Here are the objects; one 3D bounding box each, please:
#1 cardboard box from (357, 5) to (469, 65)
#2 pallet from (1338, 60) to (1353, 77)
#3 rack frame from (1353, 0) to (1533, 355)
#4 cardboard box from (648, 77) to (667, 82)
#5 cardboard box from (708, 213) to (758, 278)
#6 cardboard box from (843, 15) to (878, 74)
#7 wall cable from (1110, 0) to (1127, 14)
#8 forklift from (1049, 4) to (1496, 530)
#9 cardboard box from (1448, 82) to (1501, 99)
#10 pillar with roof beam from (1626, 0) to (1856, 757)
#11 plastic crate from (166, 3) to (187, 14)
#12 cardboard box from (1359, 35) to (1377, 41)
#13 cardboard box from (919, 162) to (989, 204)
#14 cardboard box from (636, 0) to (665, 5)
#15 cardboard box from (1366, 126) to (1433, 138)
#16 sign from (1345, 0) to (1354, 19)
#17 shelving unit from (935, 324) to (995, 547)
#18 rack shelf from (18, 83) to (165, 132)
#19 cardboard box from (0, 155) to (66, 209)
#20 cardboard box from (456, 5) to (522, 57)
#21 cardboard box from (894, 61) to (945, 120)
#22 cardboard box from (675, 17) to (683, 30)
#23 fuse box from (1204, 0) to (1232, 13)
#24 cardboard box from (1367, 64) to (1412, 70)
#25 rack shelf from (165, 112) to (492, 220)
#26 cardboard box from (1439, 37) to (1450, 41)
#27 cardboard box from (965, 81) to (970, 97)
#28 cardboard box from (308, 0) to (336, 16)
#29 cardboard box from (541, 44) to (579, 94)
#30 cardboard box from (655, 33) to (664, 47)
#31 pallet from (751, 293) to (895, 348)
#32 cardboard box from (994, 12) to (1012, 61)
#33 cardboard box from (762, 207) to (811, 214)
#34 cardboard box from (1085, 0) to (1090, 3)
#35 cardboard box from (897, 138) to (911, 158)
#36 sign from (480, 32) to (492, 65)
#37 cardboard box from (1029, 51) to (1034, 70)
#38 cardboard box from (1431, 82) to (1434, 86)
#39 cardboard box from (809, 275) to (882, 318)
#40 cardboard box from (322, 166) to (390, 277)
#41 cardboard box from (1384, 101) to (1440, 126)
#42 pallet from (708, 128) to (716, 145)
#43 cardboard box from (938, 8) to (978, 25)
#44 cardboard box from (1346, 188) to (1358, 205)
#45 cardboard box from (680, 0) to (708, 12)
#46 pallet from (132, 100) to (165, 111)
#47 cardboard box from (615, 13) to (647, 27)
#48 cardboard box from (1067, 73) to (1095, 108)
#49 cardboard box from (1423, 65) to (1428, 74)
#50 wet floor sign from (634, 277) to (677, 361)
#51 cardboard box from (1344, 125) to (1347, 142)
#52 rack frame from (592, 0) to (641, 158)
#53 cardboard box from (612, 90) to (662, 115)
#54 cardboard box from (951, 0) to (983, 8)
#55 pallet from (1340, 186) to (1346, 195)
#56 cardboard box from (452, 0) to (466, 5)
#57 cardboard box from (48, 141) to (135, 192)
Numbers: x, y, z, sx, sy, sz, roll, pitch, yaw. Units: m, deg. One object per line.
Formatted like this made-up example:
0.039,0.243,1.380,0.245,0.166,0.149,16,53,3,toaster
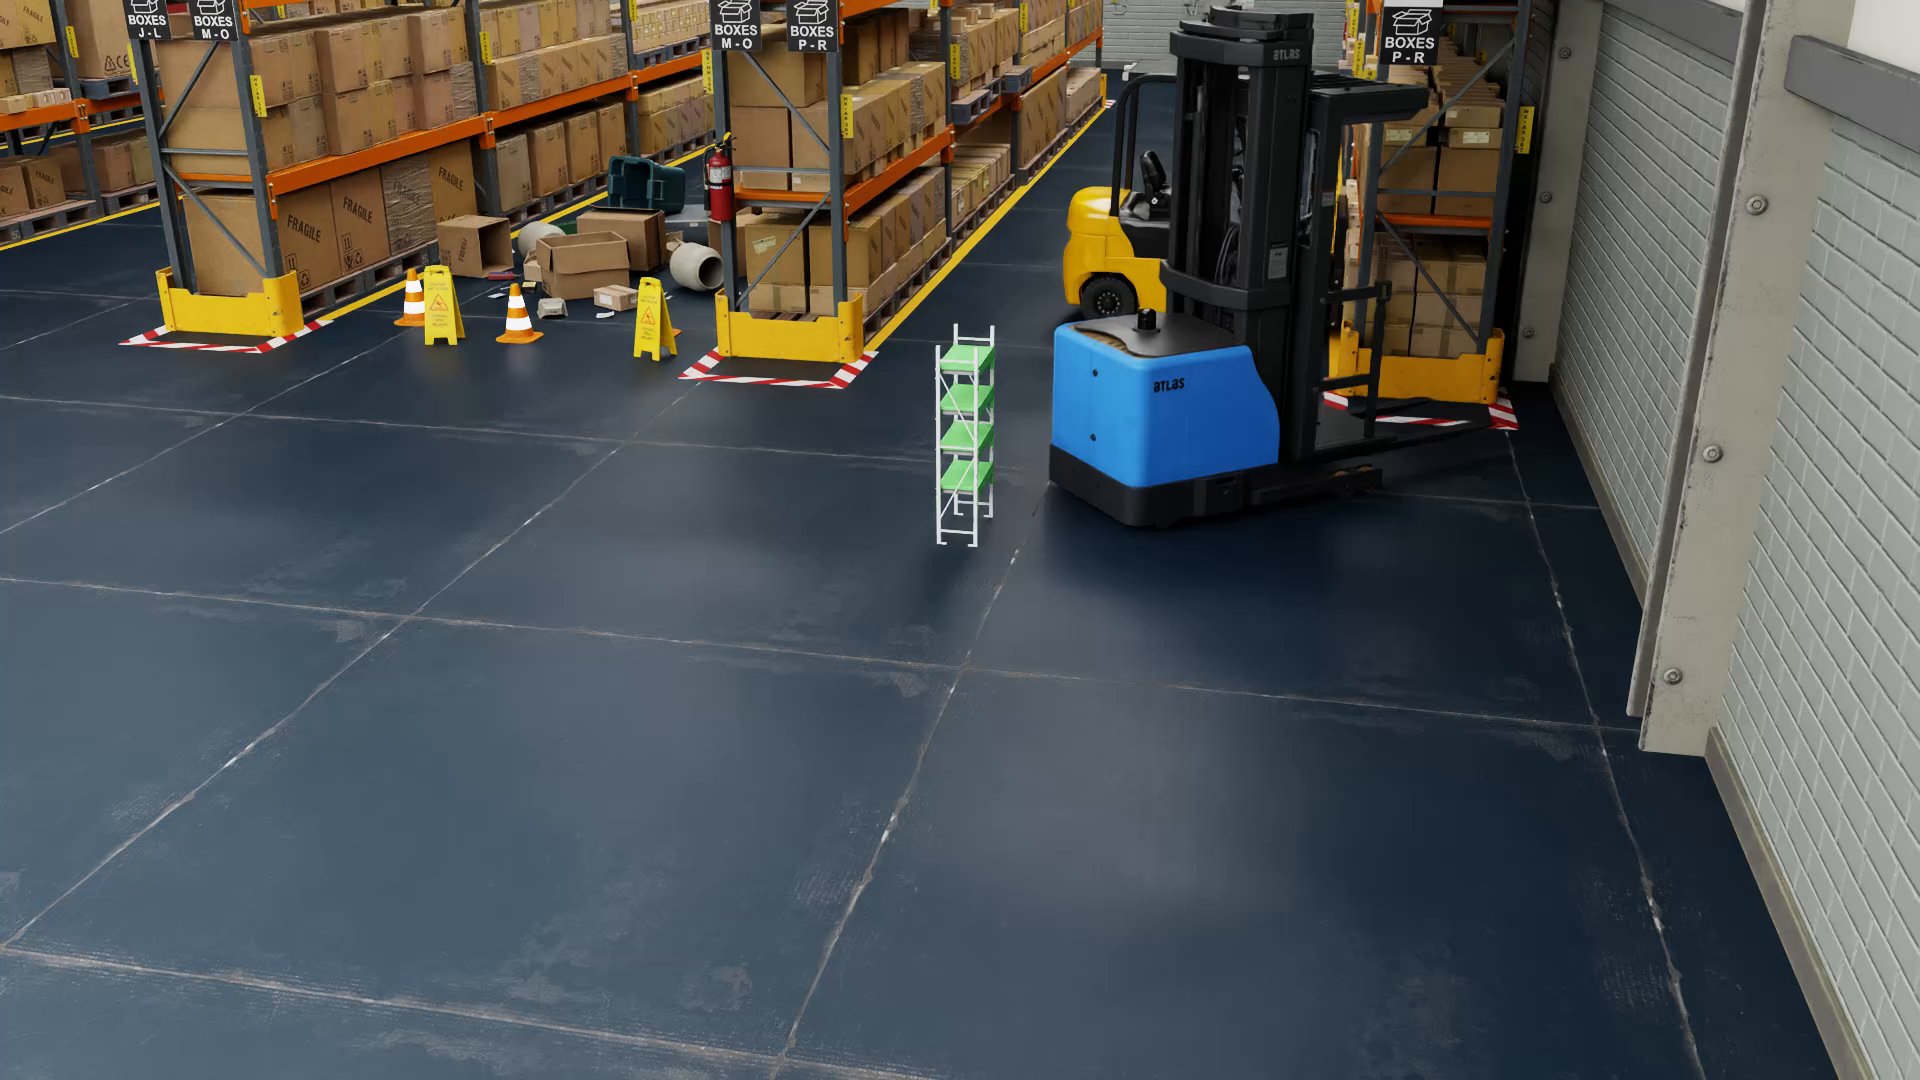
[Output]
-5.561,-5.130,16.931,0.875,0.550,0.550,4,22,11,cardboard box
5.160,-5.602,20.005,1.213,0.211,1.003,4,22,11,pallet
3.458,-2.512,12.075,1.000,3.000,0.127,4,22,11,rack frame
-4.444,-6.370,23.435,0.500,0.250,0.500,5,23,13,cardboard box
-2.136,-2.905,16.395,0.500,0.500,0.500,-16,27,-35,cardboard box
-1.142,-4.489,15.114,0.700,0.500,0.500,4,22,10,cardboard box
2.991,-11.290,32.470,0.585,1.953,0.123,4,22,11,wall cable
2.118,-1.792,10.381,3.031,2.935,1.130,-11,24,-25,forklift
4.107,-3.571,13.304,0.380,0.149,0.250,4,22,10,cardboard box
-0.956,-3.614,6.783,9.100,9.000,0.400,4,22,11,pillar with roof beam
-13.076,-8.776,27.462,0.402,0.464,0.583,4,22,11,plastic crate
4.684,-5.593,18.724,0.380,0.149,0.250,5,22,12,cardboard box
-0.198,-4.037,18.818,0.950,0.372,0.625,5,23,13,cardboard box
-4.456,-7.667,23.854,0.380,0.149,0.250,5,22,11,cardboard box
3.416,-2.947,13.023,0.500,0.500,0.500,5,23,13,cardboard box
5.374,-7.341,22.906,0.100,0.325,0.005,4,22,11,sign
0.034,-0.617,9.780,0.258,1.200,0.503,4,22,11,shelving unit
-9.879,-5.505,20.470,1.077,0.370,4.000,4,22,11,rack shelf
-10.408,-3.999,18.553,0.500,0.500,0.500,4,22,9,cardboard box
-5.254,-5.573,18.203,0.700,0.500,0.500,4,22,10,cardboard box
-0.433,-4.355,16.119,0.500,0.500,0.500,4,22,10,cardboard box
-4.028,-7.103,22.851,0.380,0.149,0.250,5,23,13,cardboard box
5.017,-9.993,32.376,0.539,1.711,0.414,4,22,11,fuse box
3.758,-4.083,14.577,0.380,0.149,0.250,5,22,12,cardboard box
-5.860,-3.627,15.807,1.077,0.370,4.000,4,22,11,rack shelf
5.278,-5.546,18.608,0.380,0.149,0.250,5,22,12,cardboard box
-0.104,-4.699,17.280,0.380,0.149,0.250,5,22,12,cardboard box
-9.170,-7.586,23.198,0.797,0.503,0.637,5,22,12,cardboard box
-4.771,-5.463,19.270,0.500,0.500,0.500,5,22,12,cardboard box
-4.184,-6.677,22.192,0.380,0.149,0.250,5,23,13,cardboard box
-1.186,-1.918,14.333,1.003,0.211,1.213,4,22,11,pallet
0.315,-5.817,19.187,0.500,0.500,0.500,4,22,10,cardboard box
-1.485,-2.909,14.308,0.380,0.149,0.250,5,22,12,cardboard box
1.711,-8.498,25.468,0.500,0.500,0.500,4,22,11,cardboard box
-0.656,-3.535,14.951,0.380,0.149,0.250,5,22,11,cardboard box
-4.909,-5.089,17.209,0.100,0.325,0.005,4,22,11,sign
0.664,-6.094,21.171,0.500,0.250,0.500,4,22,9,cardboard box
4.381,-3.995,14.755,0.380,0.149,0.250,5,22,12,cardboard box
-0.967,-2.082,14.127,0.500,0.250,0.500,4,22,10,cardboard box
-6.017,-3.014,15.603,0.875,0.875,0.875,4,22,10,cardboard box
3.325,-3.144,12.245,0.380,0.149,0.250,5,22,11,cardboard box
-3.977,-6.040,24.567,1.003,0.211,1.213,4,22,11,pallet
-0.023,-5.582,17.736,0.380,0.149,0.250,6,23,14,cardboard box
3.754,-3.019,15.114,0.500,0.250,0.500,4,22,11,cardboard box
-3.819,-7.618,23.731,0.380,0.149,0.250,4,22,9,cardboard box
-13.391,-7.389,27.918,1.003,0.211,1.213,4,22,11,pallet
-4.300,-6.762,21.606,0.380,0.149,0.250,4,22,9,cardboard box
1.648,-7.162,26.490,0.875,0.438,0.875,5,22,12,cardboard box
4.556,-4.434,15.846,0.380,0.149,0.250,4,22,10,cardboard box
-2.488,-1.809,13.481,0.267,0.644,0.232,13,25,29,wet floor sign
5.588,-5.776,22.964,0.500,0.500,0.500,5,23,13,cardboard box
-4.636,-6.155,21.121,1.000,3.000,0.127,4,22,11,rack frame
-4.258,-5.772,21.950,0.500,0.250,0.500,3,22,8,cardboard box
0.080,-6.534,20.590,0.500,0.500,0.500,4,22,9,cardboard box
4.884,-3.846,19.121,1.003,0.211,1.213,4,22,11,pallet
-8.199,-8.784,26.449,0.500,0.500,0.500,4,22,11,cardboard box
-10.141,-4.375,19.458,0.700,0.500,0.500,3,22,7,cardboard box
